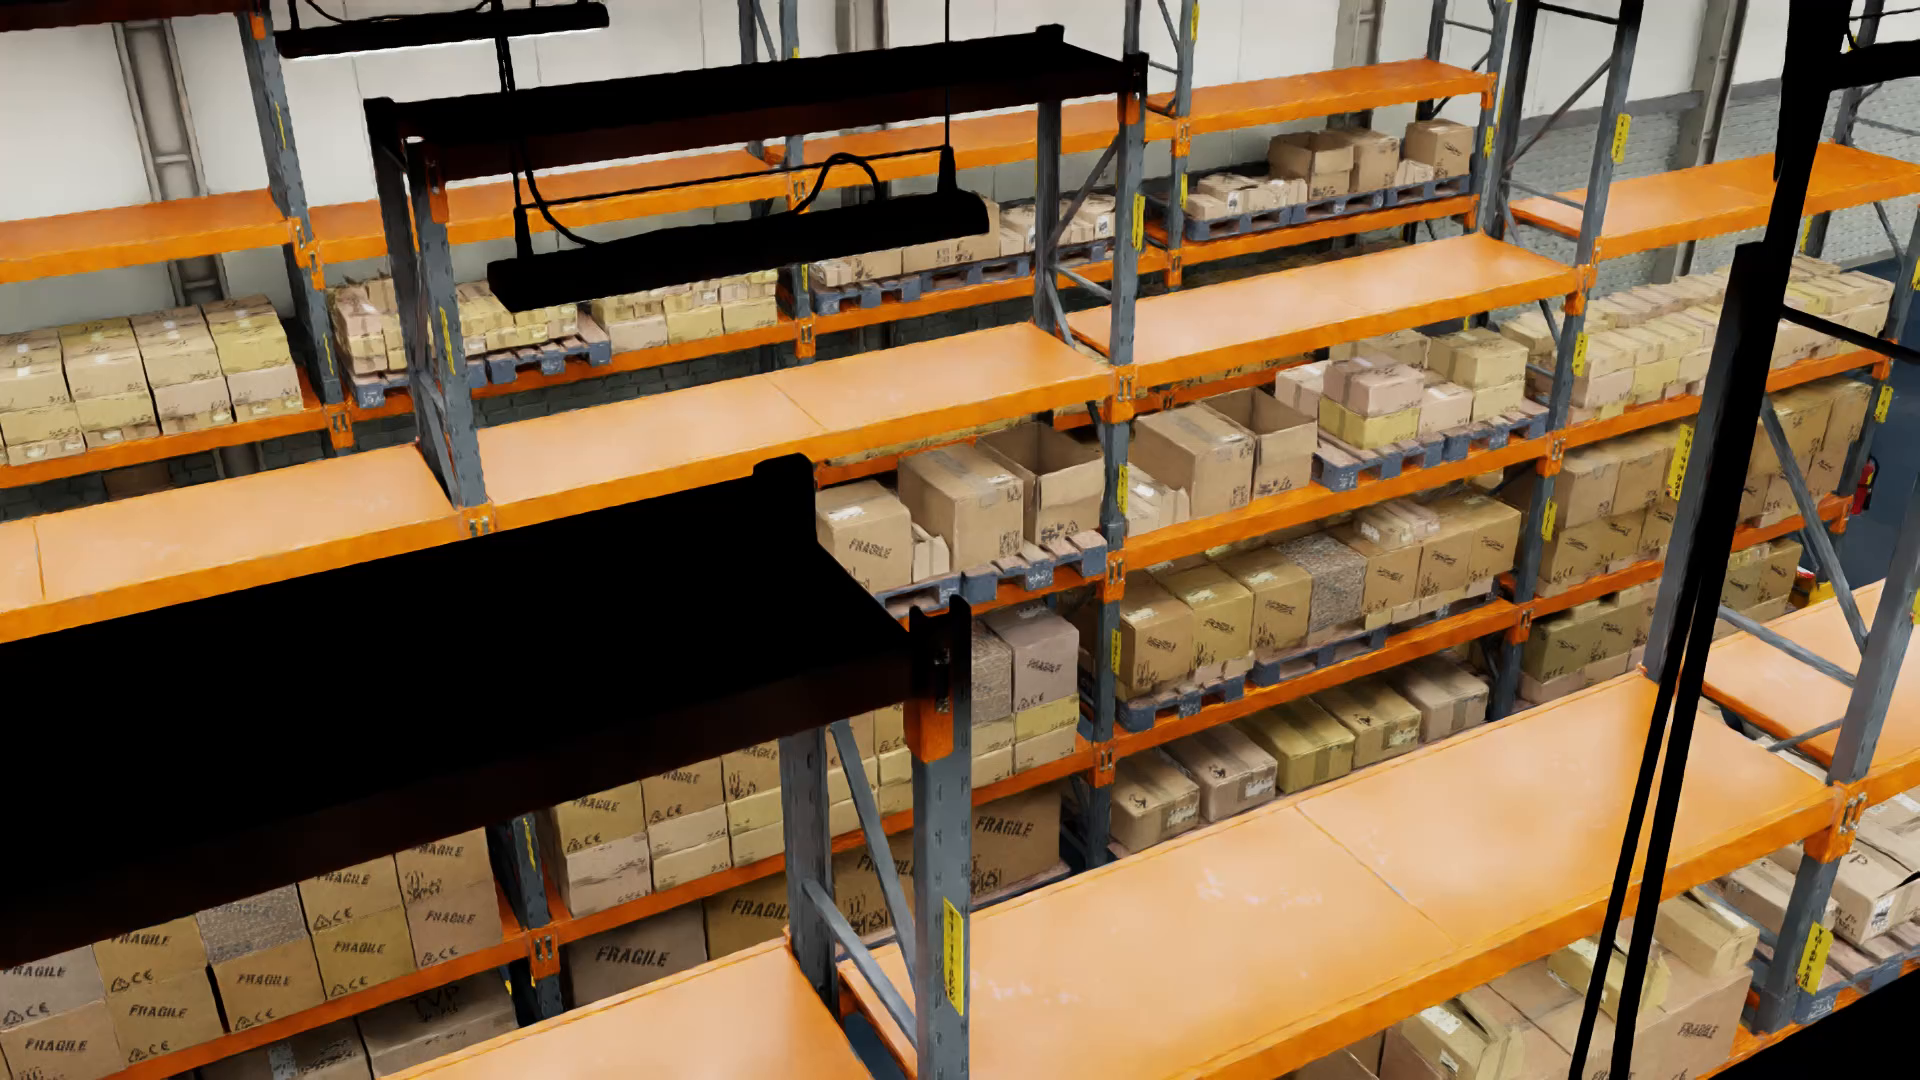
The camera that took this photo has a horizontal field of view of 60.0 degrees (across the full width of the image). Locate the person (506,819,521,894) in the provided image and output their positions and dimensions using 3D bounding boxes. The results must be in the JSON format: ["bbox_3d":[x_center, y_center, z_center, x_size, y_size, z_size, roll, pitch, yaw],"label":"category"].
[{"bbox_3d":[-3.421,1.845,11.723,0.422,1.663,0.502,17,32,28],"label":"person"}]
